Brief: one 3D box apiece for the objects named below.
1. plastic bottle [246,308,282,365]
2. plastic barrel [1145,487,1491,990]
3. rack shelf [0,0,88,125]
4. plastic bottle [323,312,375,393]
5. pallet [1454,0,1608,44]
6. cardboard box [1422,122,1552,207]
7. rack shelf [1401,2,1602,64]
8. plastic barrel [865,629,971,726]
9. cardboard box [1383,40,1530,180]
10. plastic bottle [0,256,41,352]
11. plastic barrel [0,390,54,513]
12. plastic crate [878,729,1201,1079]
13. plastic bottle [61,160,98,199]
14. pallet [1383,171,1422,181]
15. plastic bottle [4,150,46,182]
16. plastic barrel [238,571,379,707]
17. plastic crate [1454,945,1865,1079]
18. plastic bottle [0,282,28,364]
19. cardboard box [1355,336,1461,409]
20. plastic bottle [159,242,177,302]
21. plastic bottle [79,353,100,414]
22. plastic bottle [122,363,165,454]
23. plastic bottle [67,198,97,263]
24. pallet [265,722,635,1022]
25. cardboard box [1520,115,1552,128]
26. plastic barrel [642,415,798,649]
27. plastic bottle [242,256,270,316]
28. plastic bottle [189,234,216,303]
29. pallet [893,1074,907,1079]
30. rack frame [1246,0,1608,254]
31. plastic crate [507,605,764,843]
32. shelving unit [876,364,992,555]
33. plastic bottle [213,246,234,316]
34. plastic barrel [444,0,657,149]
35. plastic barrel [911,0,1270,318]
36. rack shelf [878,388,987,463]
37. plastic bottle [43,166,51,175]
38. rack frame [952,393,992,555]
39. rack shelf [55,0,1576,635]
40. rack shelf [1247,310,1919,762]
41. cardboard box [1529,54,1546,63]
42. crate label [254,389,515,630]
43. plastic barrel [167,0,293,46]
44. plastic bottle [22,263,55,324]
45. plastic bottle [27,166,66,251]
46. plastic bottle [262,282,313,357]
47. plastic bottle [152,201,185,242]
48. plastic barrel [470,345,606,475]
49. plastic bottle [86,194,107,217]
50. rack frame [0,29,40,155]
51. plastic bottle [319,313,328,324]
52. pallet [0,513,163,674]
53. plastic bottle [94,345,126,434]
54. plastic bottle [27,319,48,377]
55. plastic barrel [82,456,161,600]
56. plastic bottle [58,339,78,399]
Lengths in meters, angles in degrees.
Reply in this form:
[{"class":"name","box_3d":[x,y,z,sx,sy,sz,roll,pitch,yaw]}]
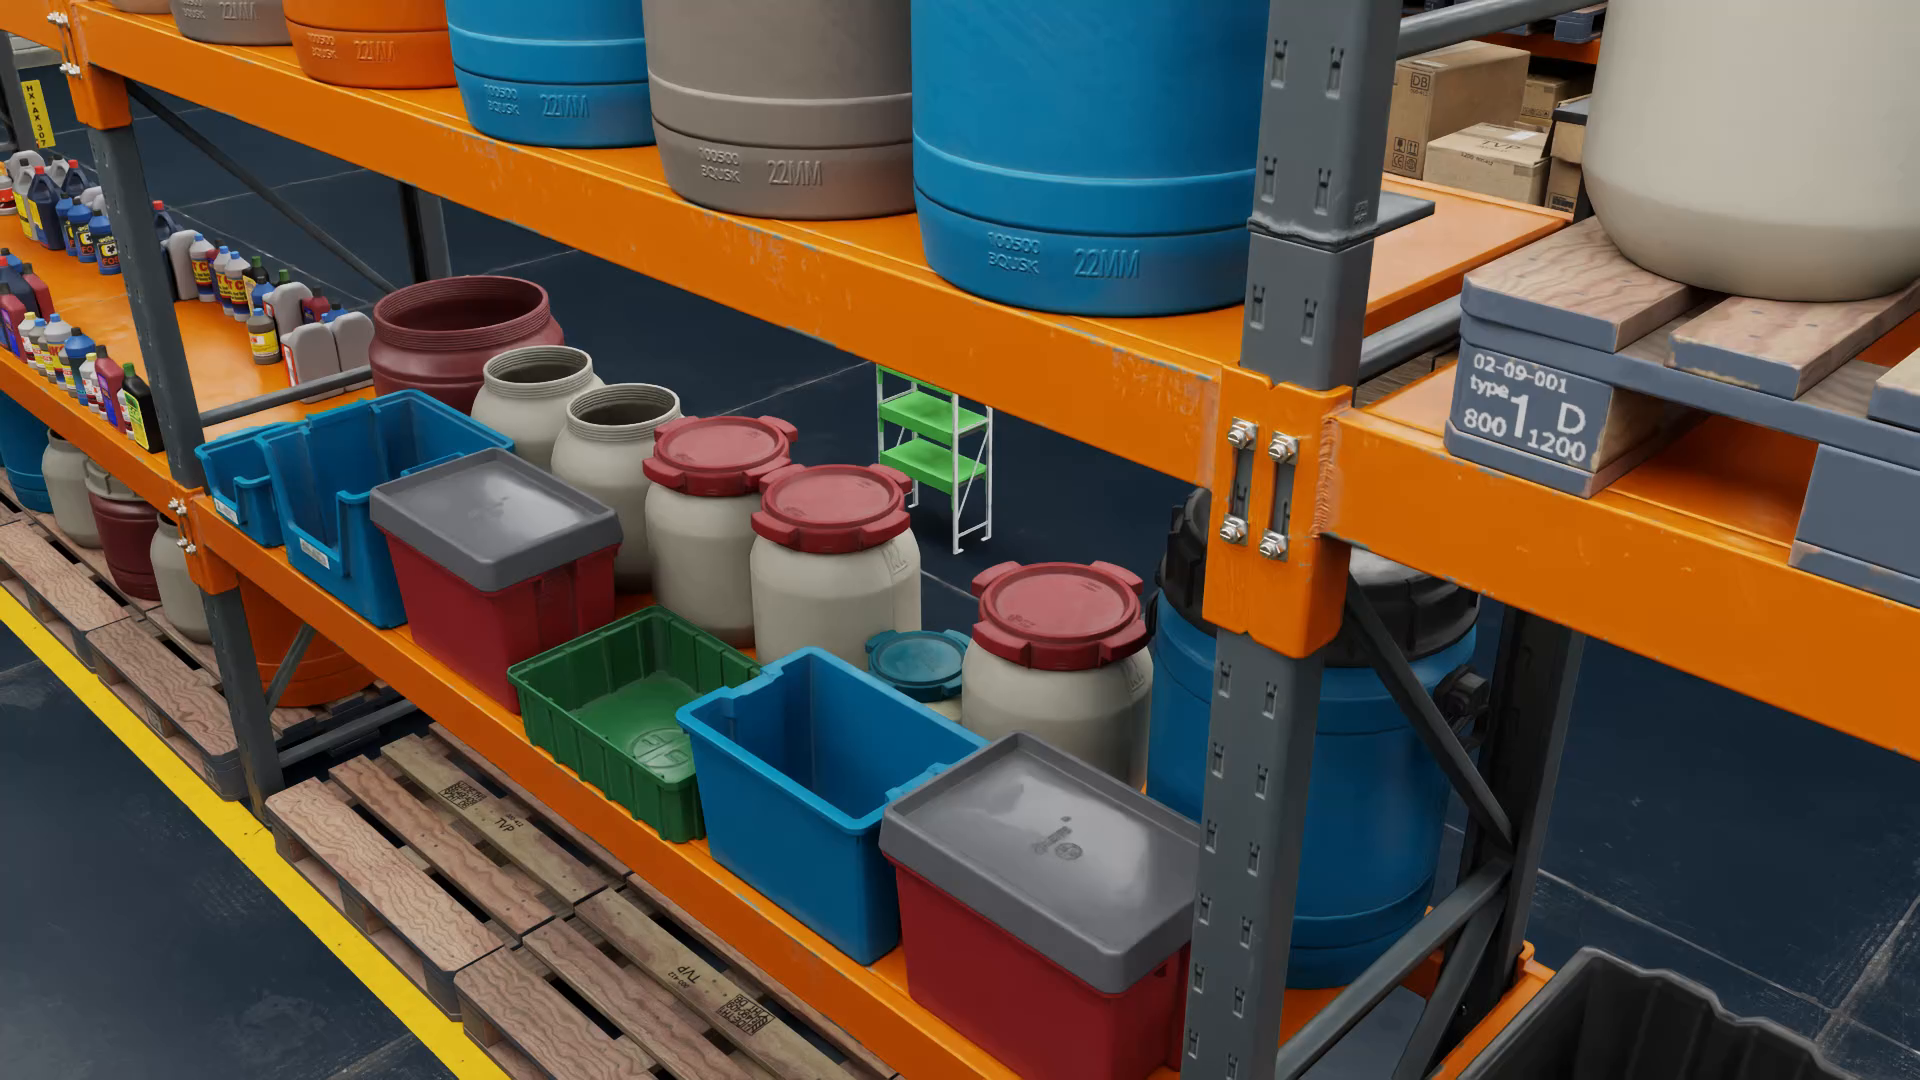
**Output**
[{"class":"plastic bottle","box_3d":[-2.595,-0.762,6.190,0.097,0.201,0.097,0,28,0]},{"class":"plastic barrel","box_3d":[0.680,0.358,3.307,0.708,0.901,0.600,25,36,38]},{"class":"rack shelf","box_3d":[-3.535,-2.160,6.185,4.000,0.370,1.077,25,36,38]},{"class":"plastic bottle","box_3d":[-2.191,-0.692,5.976,0.135,0.276,0.152,25,36,38]},{"class":"pallet","box_3d":[4.330,-3.867,12.088,1.003,0.211,1.213,25,36,38]},{"class":"cardboard box","box_3d":[2.397,-1.638,7.352,0.500,0.250,0.500,23,36,37]},{"class":"rack shelf","box_3d":[3.487,-4.089,13.077,4.000,0.370,1.077,25,36,38]},{"class":"plastic barrel","box_3d":[-0.093,0.385,3.943,0.301,0.262,0.301,0,28,0]},{"class":"cardboard box","box_3d":[2.245,-2.060,7.886,0.700,0.500,0.500,-19,33,-32]},{"class":"plastic bottle","box_3d":[-3.596,-0.905,6.302,0.185,0.351,0.144,25,36,38]},{"class":"plastic barrel","box_3d":[-4.081,-0.646,7.560,0.708,0.901,0.600,25,36,38]},{"class":"plastic crate","box_3d":[0.183,0.722,3.085,0.583,0.464,0.402,25,36,38]},{"class":"plastic bottle","box_3d":[-3.945,-1.530,7.490,0.185,0.351,0.144,25,36,38]},{"class":"pallet","box_3d":[1.946,-1.860,8.270,1.003,0.211,1.213,25,36,38]},{"class":"plastic bottle","box_3d":[-4.454,-1.727,7.945,0.135,0.276,0.152,25,36,38]},{"class":"plastic barrel","box_3d":[-2.470,0.122,6.175,0.708,0.830,0.600,25,36,38]},{"class":"plastic crate","box_3d":[1.027,1.047,2.602,0.504,0.338,0.767,25,36,38]},{"class":"plastic bottle","box_3d":[-3.512,-0.810,6.193,0.133,0.283,0.061,25,36,38]},{"class":"cardboard box","box_3d":[2.260,-0.842,8.341,0.500,0.500,0.700,21,34,34]},{"class":"plastic bottle","box_3d":[-3.302,-1.136,6.741,0.185,0.351,0.144,25,36,38]},{"class":"plastic bottle","box_3d":[-3.000,-0.551,5.789,0.097,0.201,0.097,0,28,0]},{"class":"plastic bottle","box_3d":[-2.697,-0.437,5.483,0.133,0.283,0.061,25,36,38]},{"class":"plastic bottle","box_3d":[-3.812,-1.350,7.233,0.097,0.271,0.097,0,28,0]},{"class":"pallet","box_3d":[-1.584,1.002,5.618,1.213,0.211,1.003,25,36,38]},{"class":"cardboard box","box_3d":[4.260,-2.962,12.396,0.500,0.500,0.500,24,36,38]},{"class":"plastic barrel","box_3d":[-0.617,-0.019,4.417,0.433,0.535,0.433,0,28,0]},{"class":"plastic bottle","box_3d":[-2.749,-0.980,6.516,0.133,0.283,0.061,25,36,38]},{"class":"plastic bottle","box_3d":[-3.078,-1.113,6.783,0.097,0.271,0.097,0,28,0]},{"class":"pallet","box_3d":[0.156,1.798,4.104,1.213,0.211,1.003,25,36,38]},{"class":"rack frame","box_3d":[0.743,-1.848,1.596,0.127,3.000,1.000,25,36,38]},{"class":"plastic crate","box_3d":[-0.697,0.426,3.944,0.662,0.188,0.450,25,36,38]},{"class":"shelving unit","box_3d":[-0.118,-0.585,7.573,0.503,1.200,0.258,25,36,38]},{"class":"plastic bottle","box_3d":[-2.914,-1.038,6.640,0.097,0.271,0.097,0,28,0]},{"class":"plastic barrel","box_3d":[-0.704,-1.263,3.168,0.708,0.901,0.600,25,36,38]},{"class":"plastic barrel","box_3d":[0.228,-0.836,2.356,0.708,0.901,0.600,25,36,38]},{"class":"rack shelf","box_3d":[-0.118,-0.529,7.603,0.480,0.148,0.258,25,36,38]},{"class":"plastic bottle","box_3d":[-4.193,-1.608,7.718,0.135,0.276,0.152,25,36,38]},{"class":"rack frame","box_3d":[0.056,-0.505,7.422,0.015,1.200,0.240,25,36,38]},{"class":"rack shelf","box_3d":[-0.683,-0.855,3.703,4.000,0.370,1.077,25,36,38]},{"class":"rack shelf","box_3d":[2.169,0.450,1.221,4.000,0.370,1.077,25,36,38]},{"class":"cardboard box","box_3d":[4.229,-3.637,12.873,0.500,0.250,0.500,24,36,38]},{"class":"crate label","box_3d":[-1.590,-0.100,4.679,0.616,0.435,0.502,25,36,38]},{"class":"plastic barrel","box_3d":[-1.676,-1.708,4.013,0.600,0.901,0.600,0,28,0]},{"class":"plastic bottle","box_3d":[-3.542,-0.918,6.398,0.133,0.283,0.061,25,36,38]},{"class":"plastic bottle","box_3d":[-4.046,-1.482,7.399,0.185,0.351,0.144,25,36,38]},{"class":"plastic bottle","box_3d":[-2.521,-0.843,6.263,0.135,0.276,0.152,25,36,38]},{"class":"plastic bottle","box_3d":[-3.291,-1.231,6.921,0.185,0.351,0.144,25,36,38]},{"class":"plastic barrel","box_3d":[-1.226,-0.283,4.945,0.421,0.512,0.421,0,28,0]},{"class":"plastic bottle","box_3d":[-3.738,-1.399,7.322,0.135,0.276,0.152,25,36,38]},{"class":"rack frame","box_3d":[-4.961,-1.803,7.957,0.127,3.000,1.000,25,36,38]},{"class":"plastic bottle","box_3d":[-2.324,-0.737,6.143,0.097,0.201,0.097,0,28,0]},{"class":"pallet","box_3d":[-3.566,0.095,7.343,1.213,0.211,1.003,25,36,38]},{"class":"plastic bottle","box_3d":[-2.861,-0.512,5.627,0.133,0.283,0.061,25,36,38]},{"class":"plastic bottle","box_3d":[-3.347,-0.710,6.091,0.097,0.201,0.097,0,28,0]},{"class":"plastic barrel","box_3d":[-3.275,-0.139,6.932,0.708,0.588,0.600,25,36,38]},{"class":"plastic bottle","box_3d":[-3.139,-0.615,5.910,0.097,0.201,0.097,0,28,0]}]
